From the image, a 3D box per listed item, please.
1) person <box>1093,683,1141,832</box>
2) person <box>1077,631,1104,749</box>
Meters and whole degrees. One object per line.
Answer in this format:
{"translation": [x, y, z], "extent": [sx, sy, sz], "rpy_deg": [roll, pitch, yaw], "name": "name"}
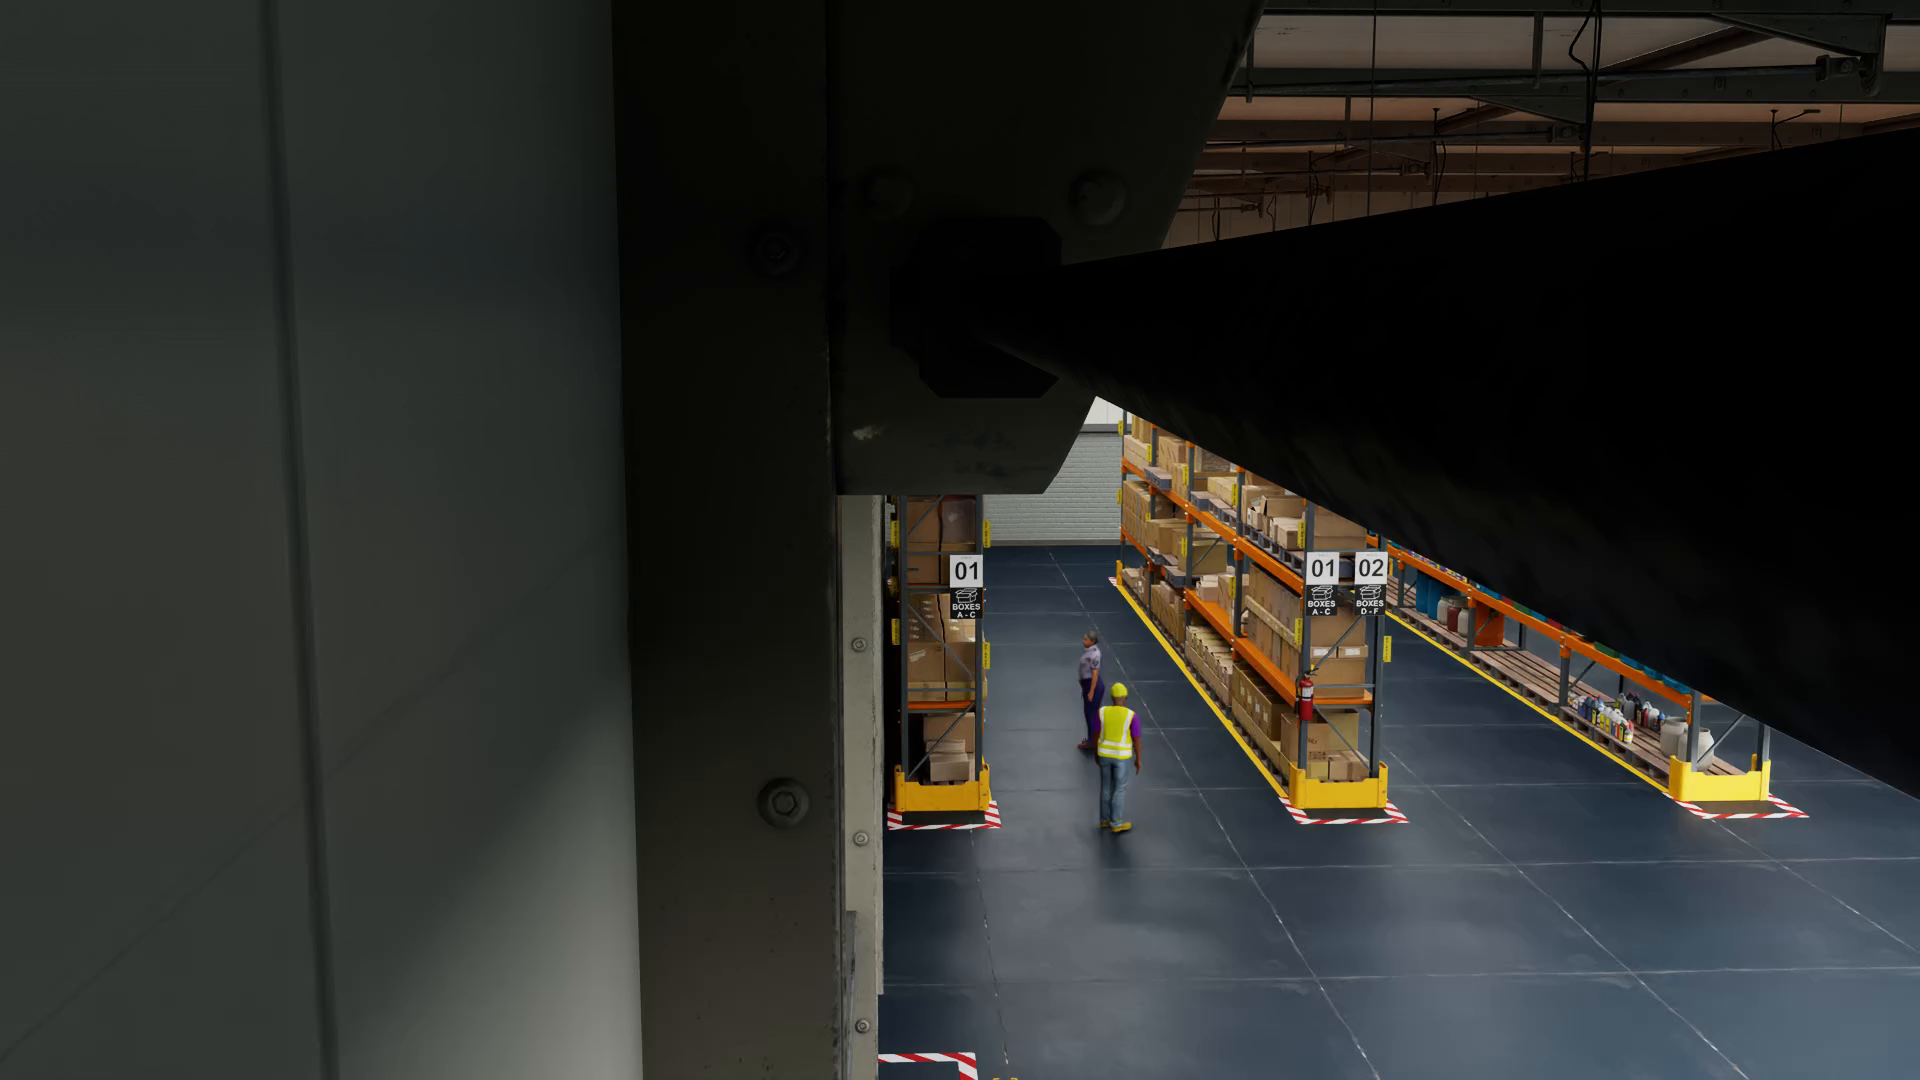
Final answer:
{"translation": [1.869, 2.565, 19.692], "extent": [0.592, 1.778, 0.429], "rpy_deg": [4, 9, 25], "name": "person"}
{"translation": [1.821, 2.088, 23.324], "extent": [0.375, 1.662, 0.548], "rpy_deg": [-1, 8, -4], "name": "person"}
